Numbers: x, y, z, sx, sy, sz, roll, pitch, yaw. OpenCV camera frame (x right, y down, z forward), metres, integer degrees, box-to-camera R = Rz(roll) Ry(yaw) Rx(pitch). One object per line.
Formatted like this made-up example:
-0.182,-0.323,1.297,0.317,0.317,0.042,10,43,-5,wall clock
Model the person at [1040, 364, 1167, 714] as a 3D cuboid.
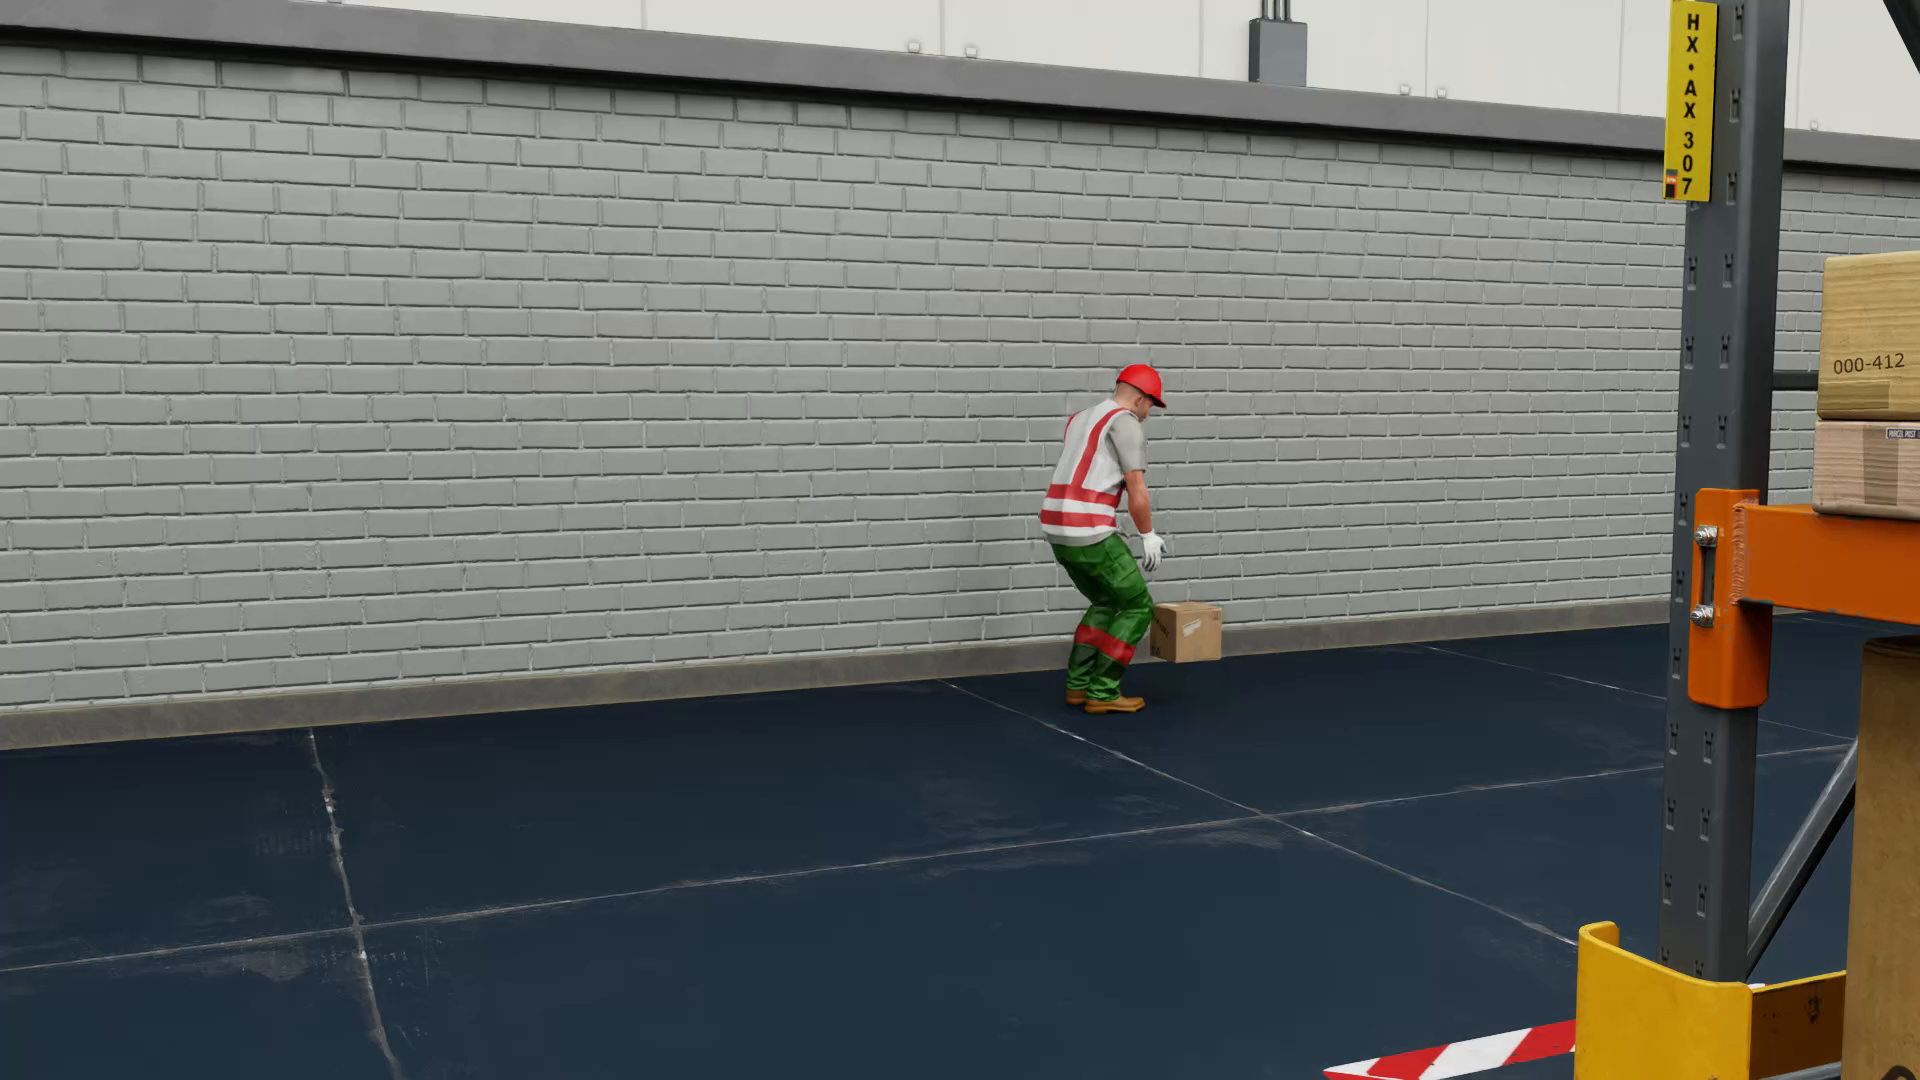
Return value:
0.680,-0.019,7.778,0.625,1.604,0.572,-2,6,-23,person
